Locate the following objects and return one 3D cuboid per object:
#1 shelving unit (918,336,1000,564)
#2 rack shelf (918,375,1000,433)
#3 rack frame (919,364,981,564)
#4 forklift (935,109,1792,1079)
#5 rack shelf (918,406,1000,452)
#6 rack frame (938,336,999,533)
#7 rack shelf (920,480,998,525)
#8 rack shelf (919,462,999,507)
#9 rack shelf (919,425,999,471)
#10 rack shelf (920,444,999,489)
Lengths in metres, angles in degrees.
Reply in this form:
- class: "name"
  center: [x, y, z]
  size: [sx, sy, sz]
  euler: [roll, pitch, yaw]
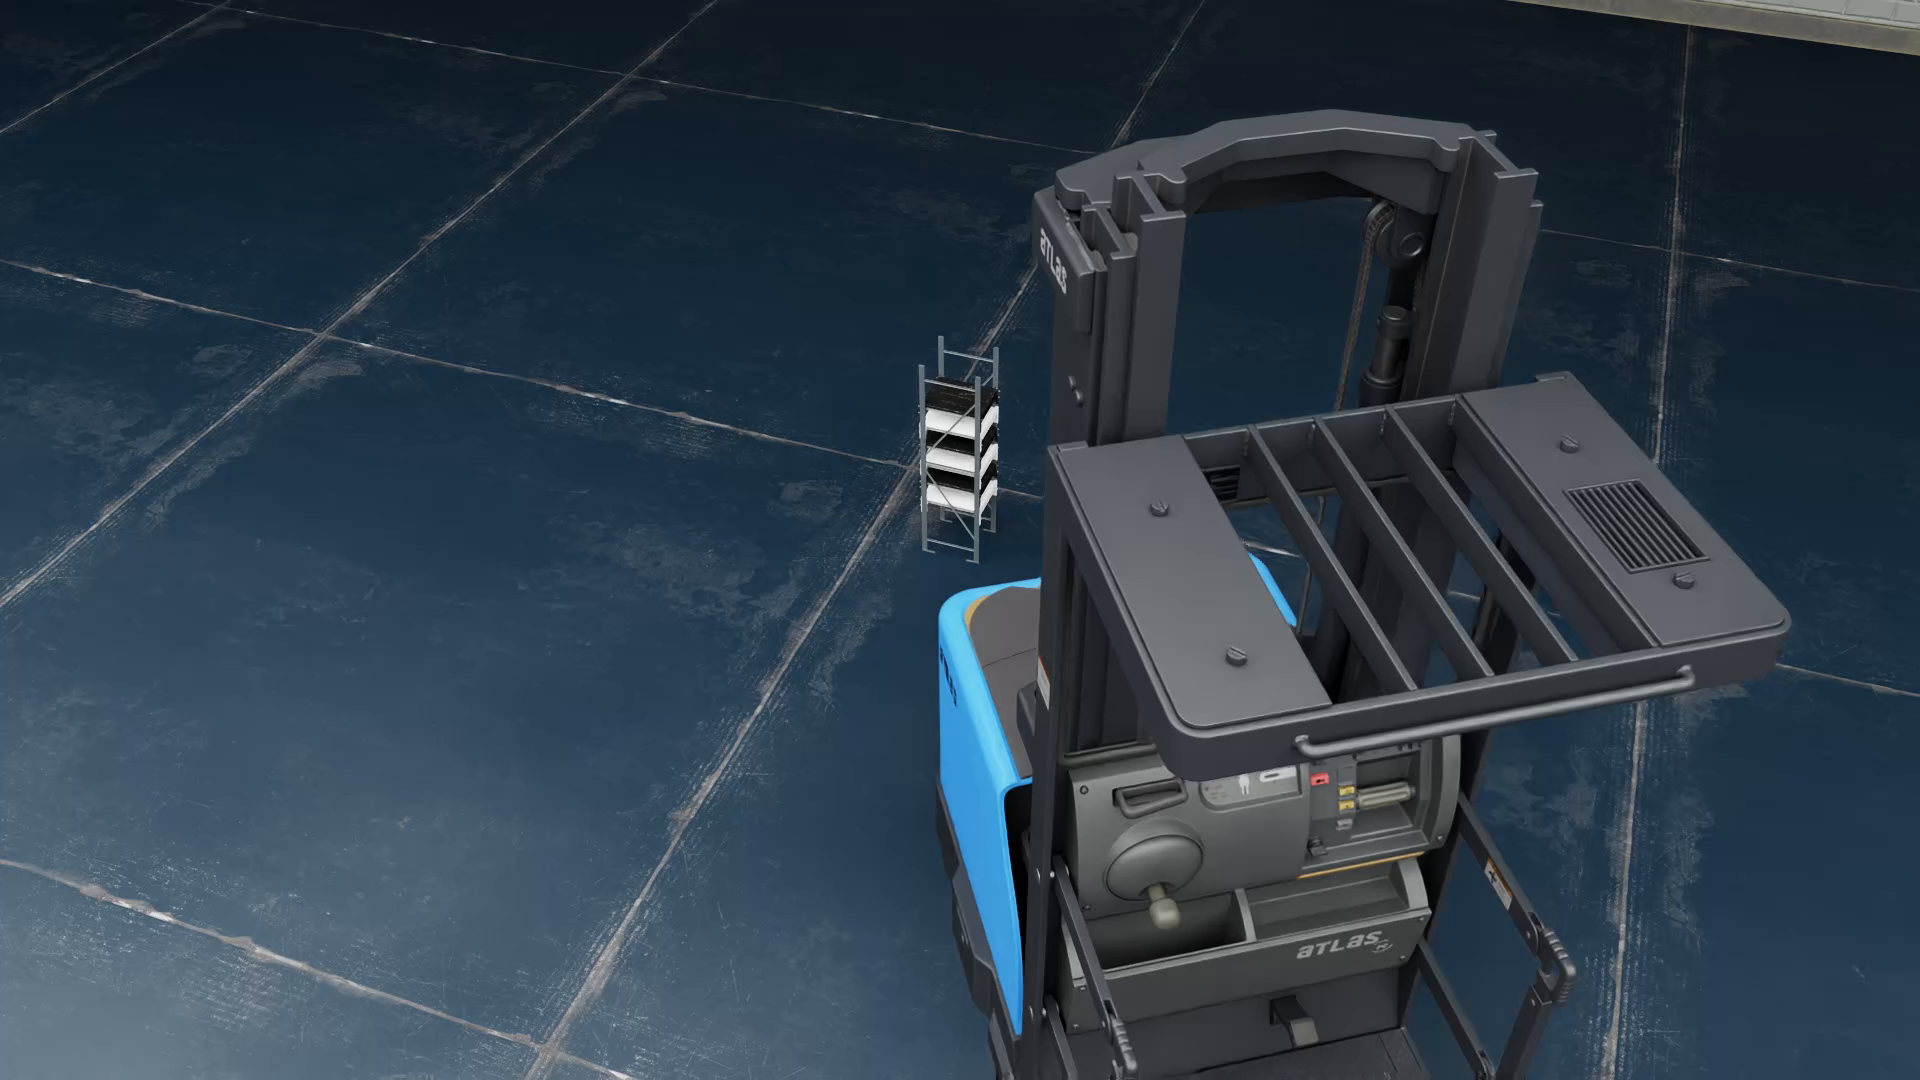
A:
- class: "shelving unit"
  center: [-0.003, -0.337, 6.452]
  size: [0.258, 0.900, 0.210]
  euler: [13, 42, 15]
- class: "rack shelf"
  center: [-0.003, -0.517, 6.299]
  size: [0.258, 0.077, 0.200]
  euler: [13, 42, 15]
- class: "rack frame"
  center: [-0.038, -0.275, 6.379]
  size: [0.240, 0.900, 0.006]
  euler: [13, 42, 15]
- class: "forklift"
  center: [0.760, 0.716, 3.652]
  size: [1.130, 2.935, 3.031]
  euler: [-9, 41, -10]
- class: "rack shelf"
  center: [-0.003, -0.449, 6.357]
  size: [0.258, 0.077, 0.200]
  euler: [13, 42, 15]
- class: "rack frame"
  center: [0.032, -0.399, 6.525]
  size: [0.240, 0.900, 0.006]
  euler: [13, 42, 15]
- class: "rack shelf"
  center: [-0.003, -0.175, 6.591]
  size: [0.258, 0.077, 0.200]
  euler: [13, 42, 15]
- class: "rack shelf"
  center: [-0.003, -0.244, 6.532]
  size: [0.258, 0.077, 0.200]
  euler: [13, 42, 15]
- class: "rack shelf"
  center: [-0.003, -0.380, 6.415]
  size: [0.258, 0.077, 0.200]
  euler: [13, 42, 15]
- class: "rack shelf"
  center: [-0.003, -0.312, 6.474]
  size: [0.258, 0.077, 0.200]
  euler: [13, 42, 15]
